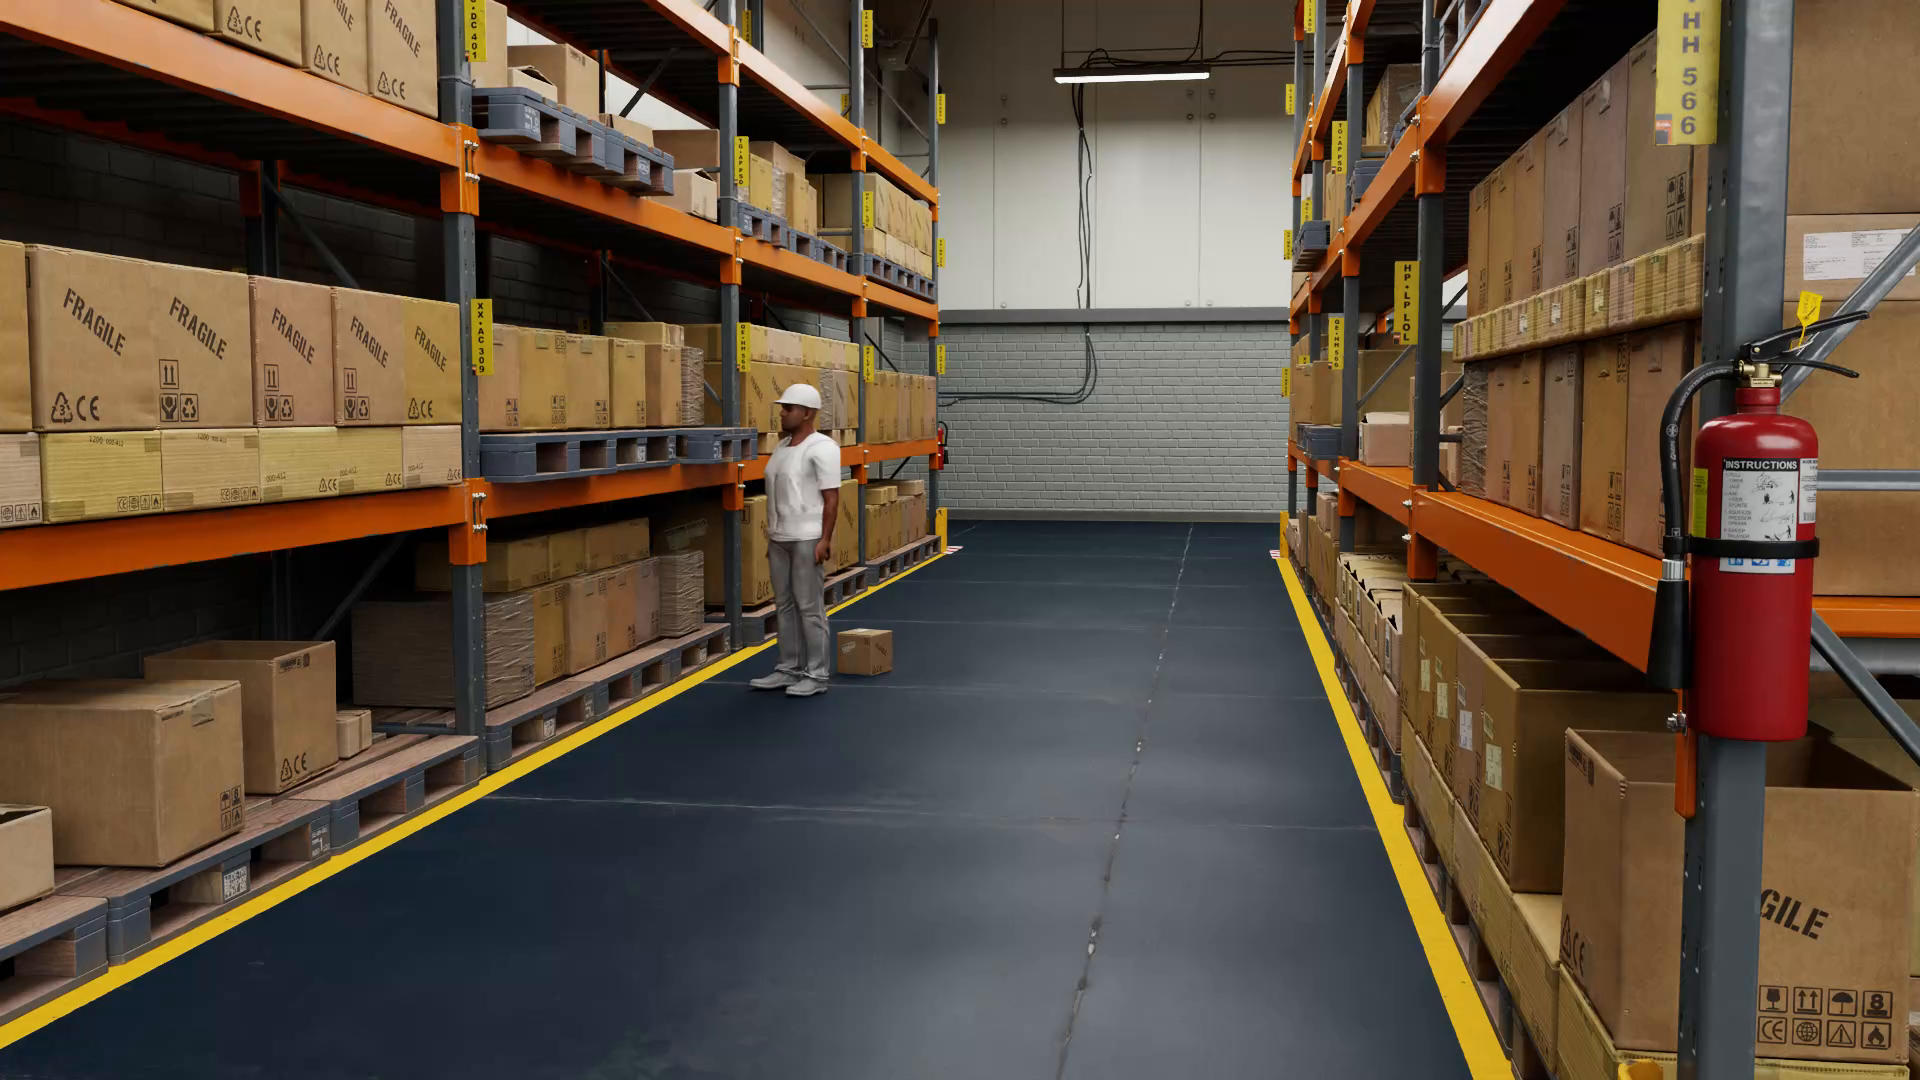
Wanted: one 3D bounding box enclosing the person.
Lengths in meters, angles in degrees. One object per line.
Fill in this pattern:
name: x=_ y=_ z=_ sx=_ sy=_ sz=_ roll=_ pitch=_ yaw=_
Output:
person: x=-0.937 y=-0.004 z=9.532 sx=0.381 sy=1.771 sz=0.552 roll=-4 pitch=6 yaw=-42
